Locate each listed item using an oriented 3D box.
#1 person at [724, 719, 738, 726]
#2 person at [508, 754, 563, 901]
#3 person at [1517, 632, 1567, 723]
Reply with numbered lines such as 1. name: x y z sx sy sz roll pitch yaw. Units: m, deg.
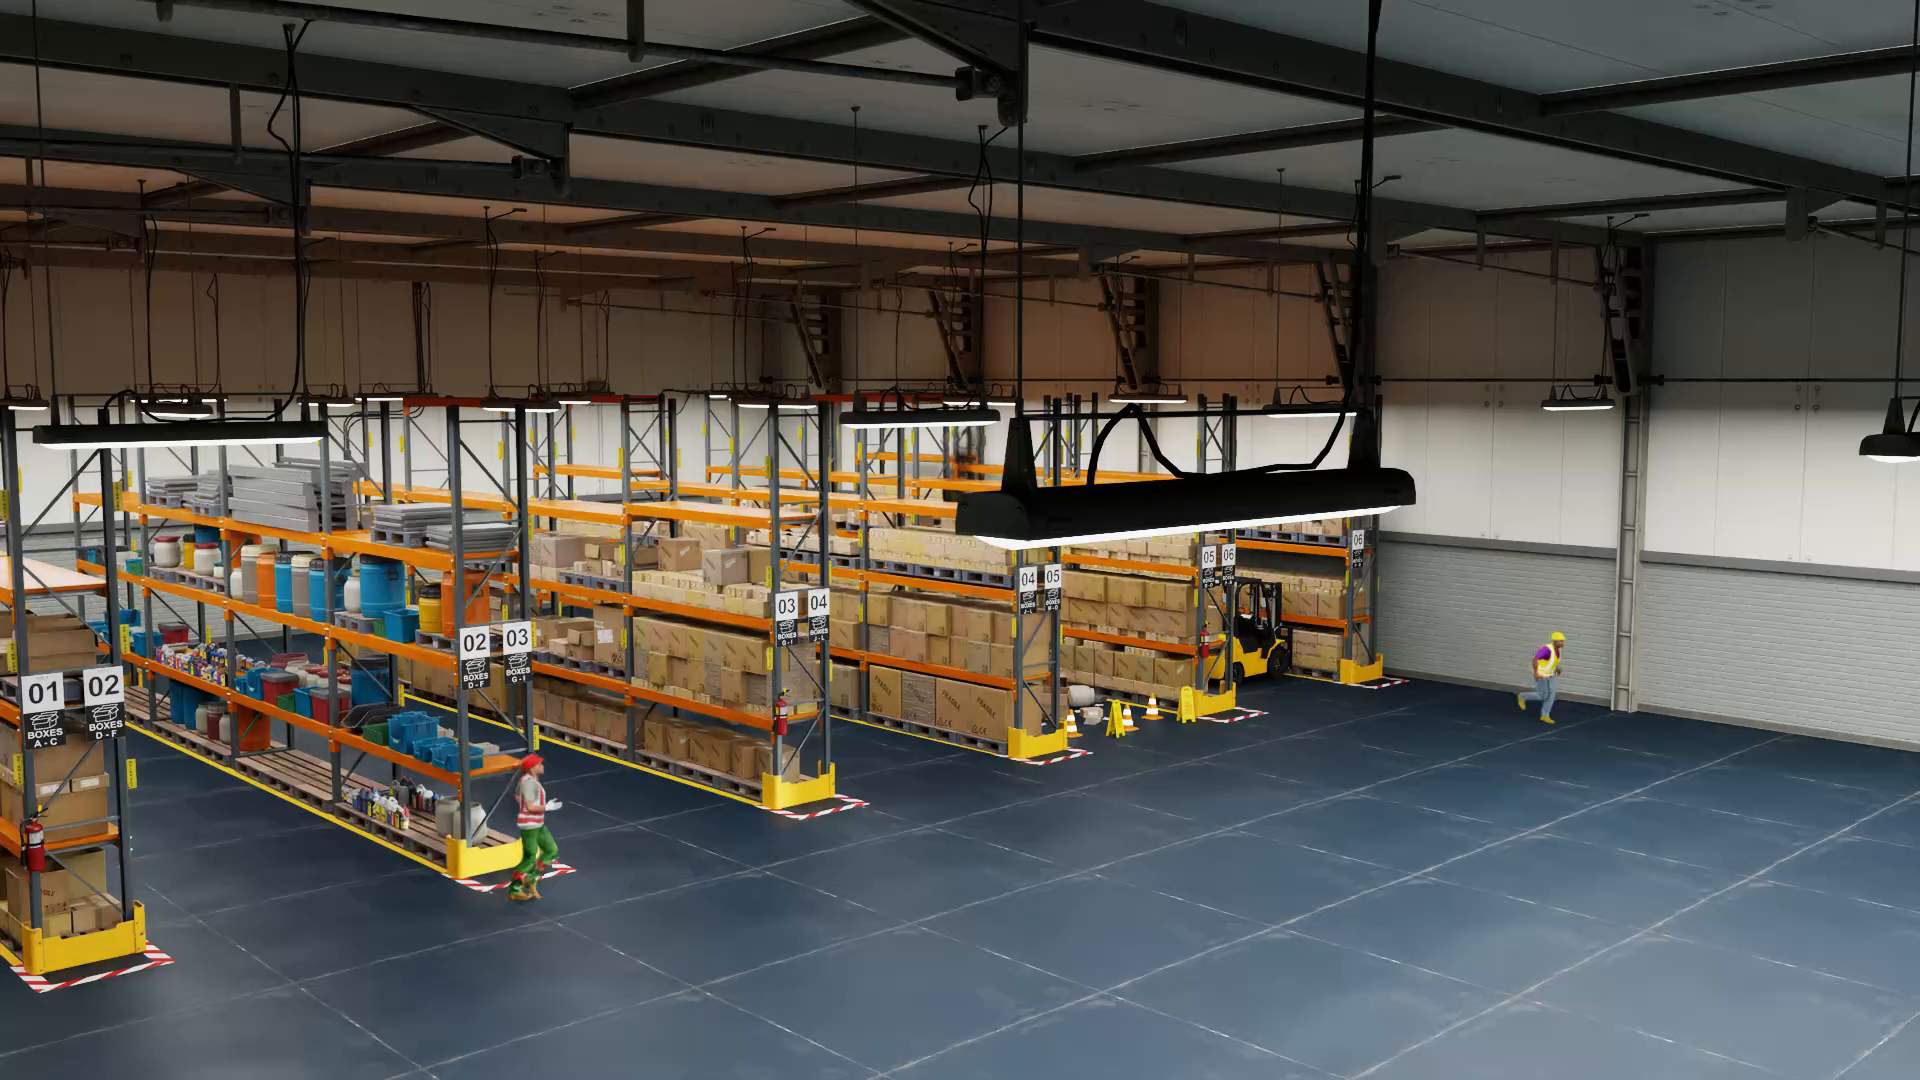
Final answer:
1. person: -4.380 2.533 30.644 0.798 1.753 0.673 4 7 37
2. person: -5.177 3.498 20.298 0.675 1.779 0.658 -1 6 -8
3. person: 10.807 2.529 30.878 0.898 1.698 0.700 5 7 40
